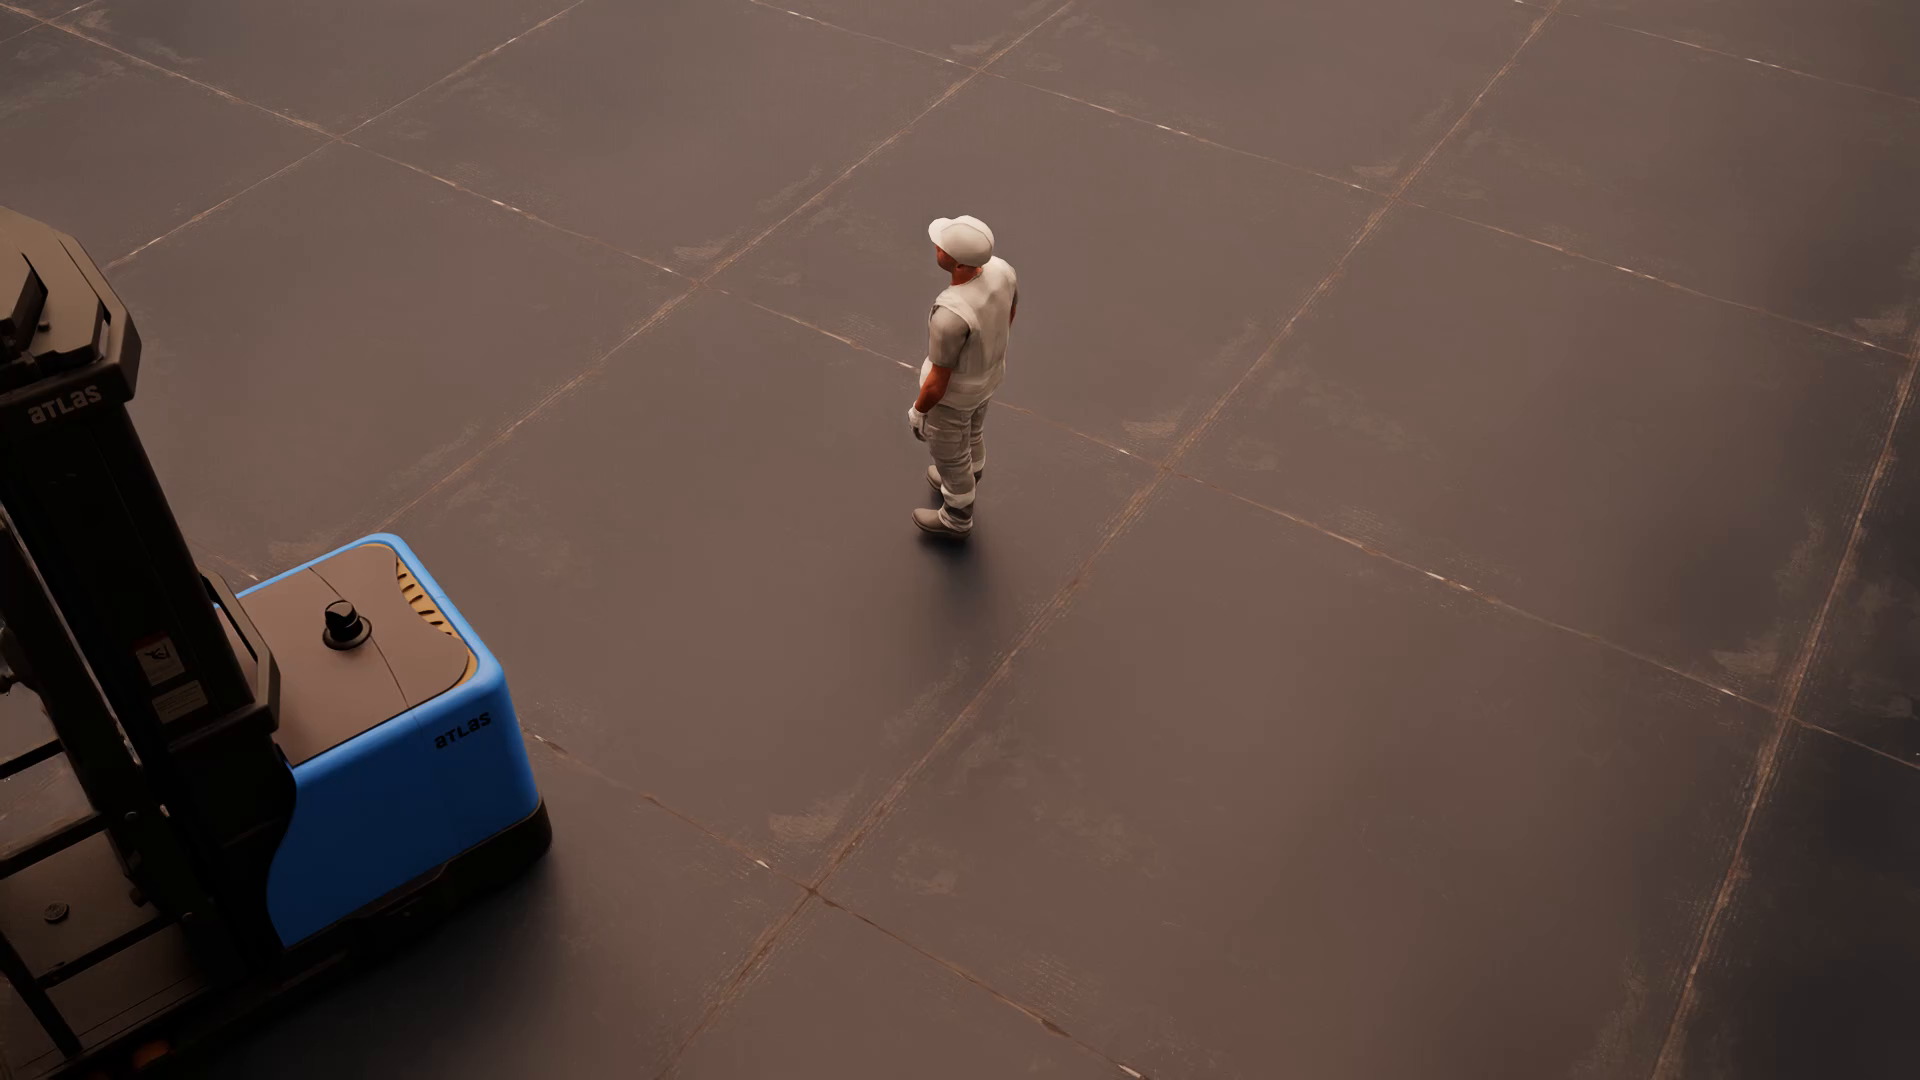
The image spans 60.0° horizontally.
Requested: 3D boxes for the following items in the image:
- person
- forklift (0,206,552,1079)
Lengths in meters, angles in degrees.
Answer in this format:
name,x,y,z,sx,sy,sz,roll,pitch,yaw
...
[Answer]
name,x,y,z,sx,sy,sz,roll,pitch,yaw
person,-0.062,-0.719,7.369,0.561,1.789,0.638,24,48,23
forklift,-3.098,0.547,5.272,3.031,2.935,1.130,-28,50,-27
